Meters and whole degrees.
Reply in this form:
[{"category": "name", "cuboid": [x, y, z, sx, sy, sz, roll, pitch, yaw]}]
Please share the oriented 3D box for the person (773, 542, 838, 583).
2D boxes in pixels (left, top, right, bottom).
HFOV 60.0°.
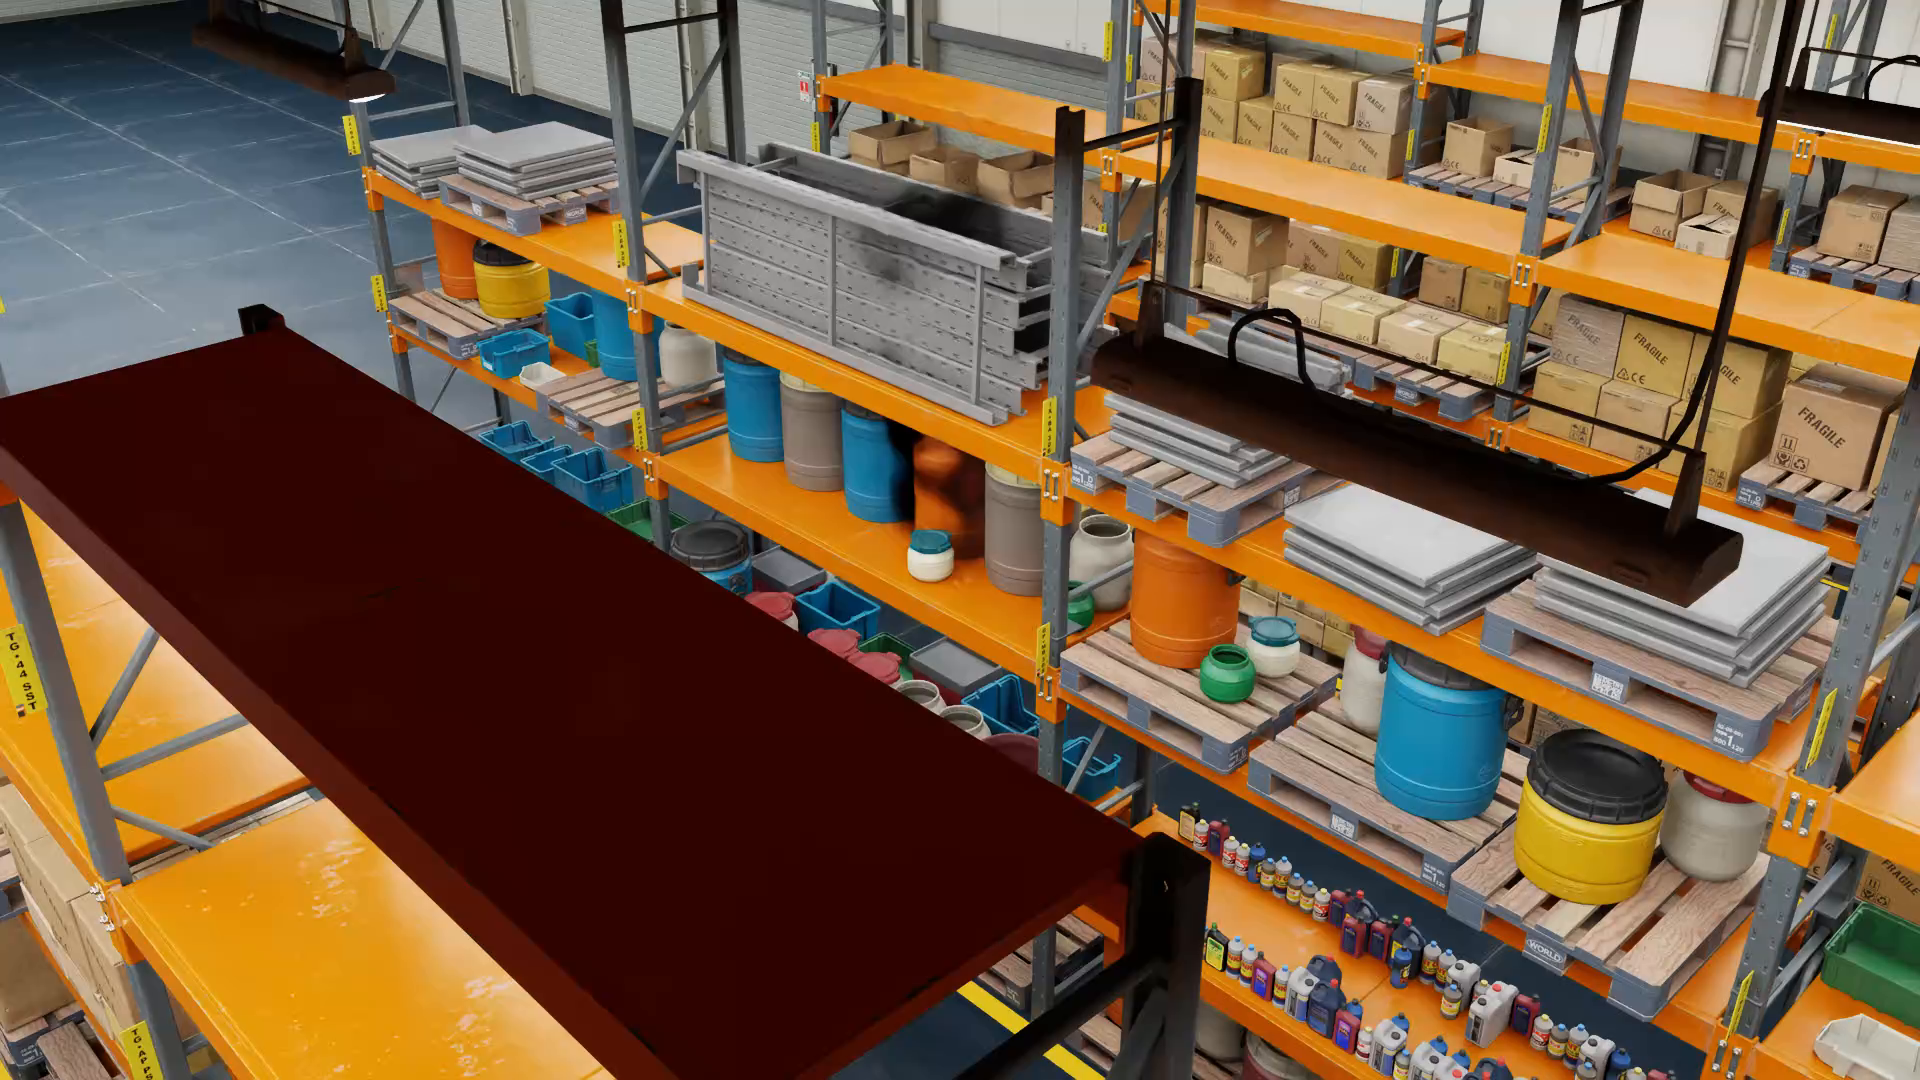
[{"category": "person", "cuboid": [-1.491, -0.114, 15.244, 0.970, 1.652, 0.564, 20, 34, 33]}]
